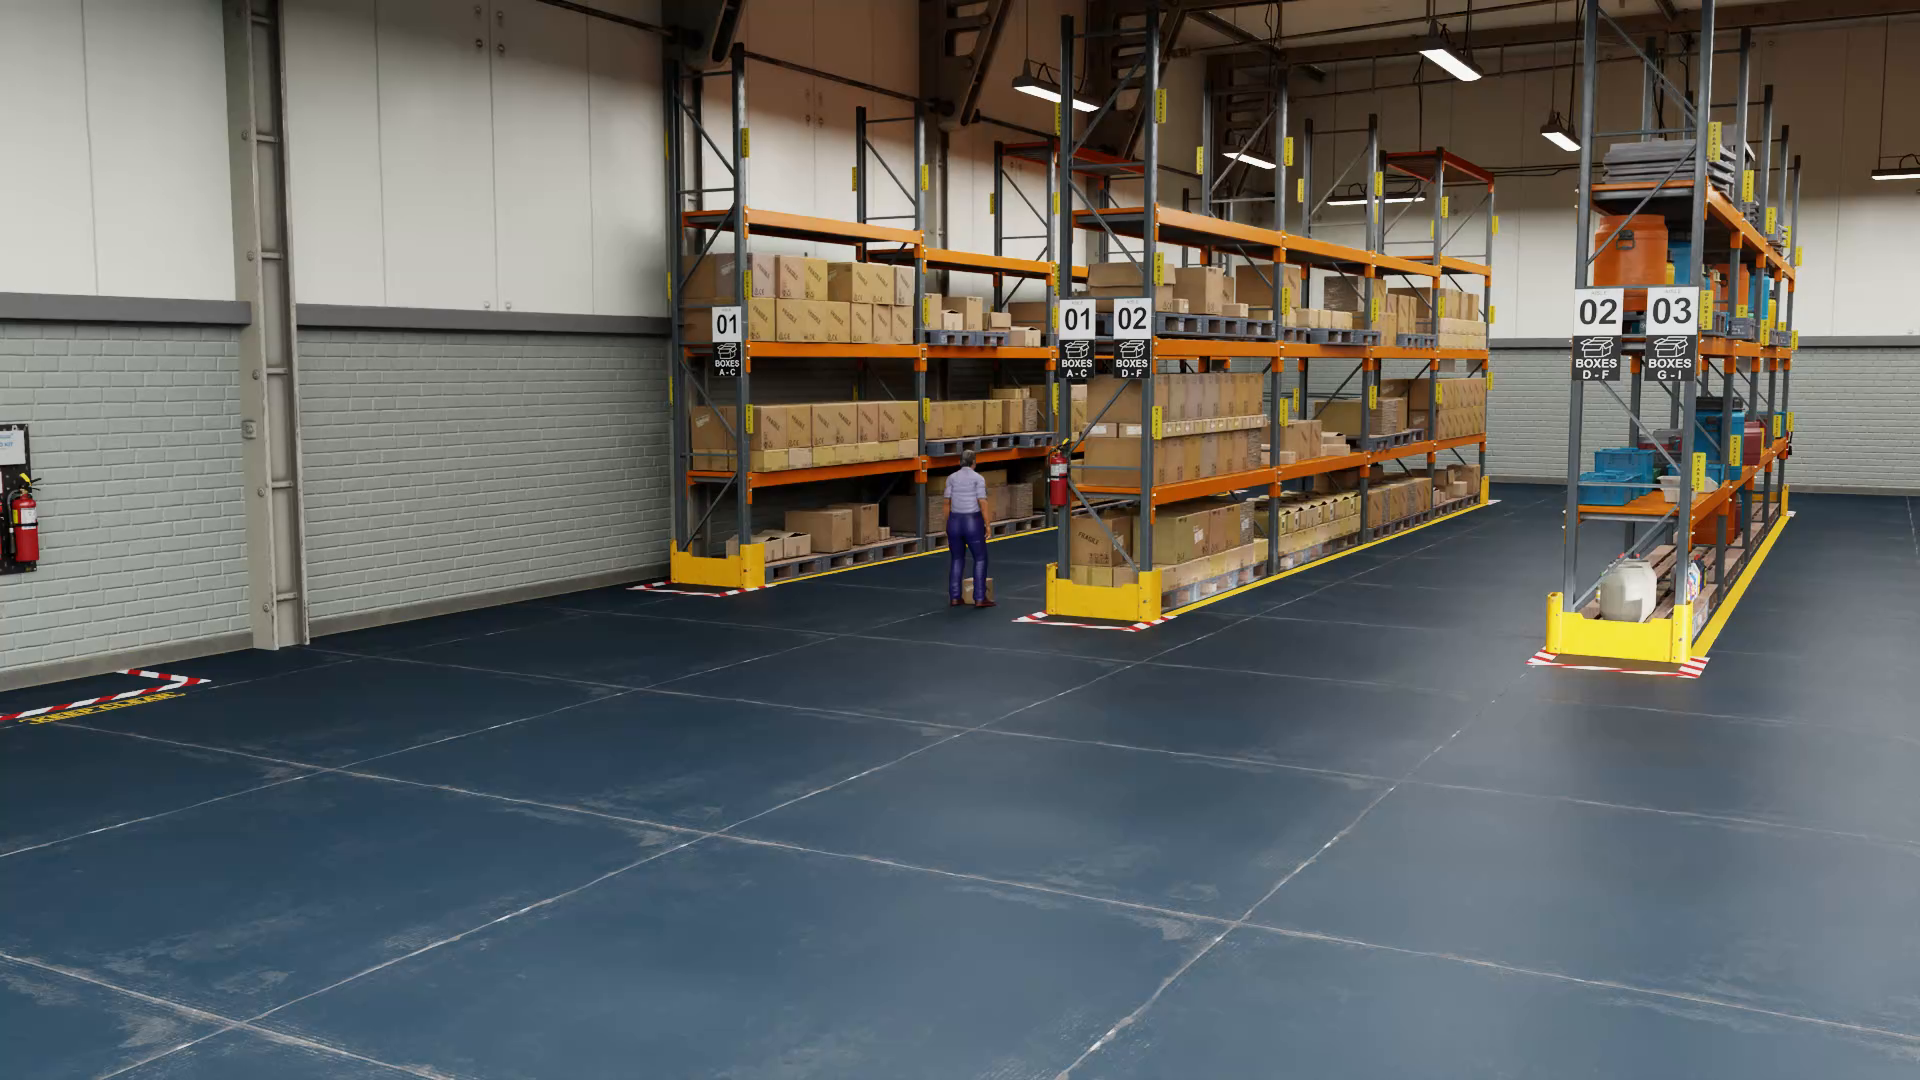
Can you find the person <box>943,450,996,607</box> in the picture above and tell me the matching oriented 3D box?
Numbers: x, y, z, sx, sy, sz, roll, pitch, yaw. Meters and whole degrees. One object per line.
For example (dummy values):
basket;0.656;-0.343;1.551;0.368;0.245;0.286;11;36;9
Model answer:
person;0.081;-0.126;17.598;0.557;1.652;0.367;3;7;27
